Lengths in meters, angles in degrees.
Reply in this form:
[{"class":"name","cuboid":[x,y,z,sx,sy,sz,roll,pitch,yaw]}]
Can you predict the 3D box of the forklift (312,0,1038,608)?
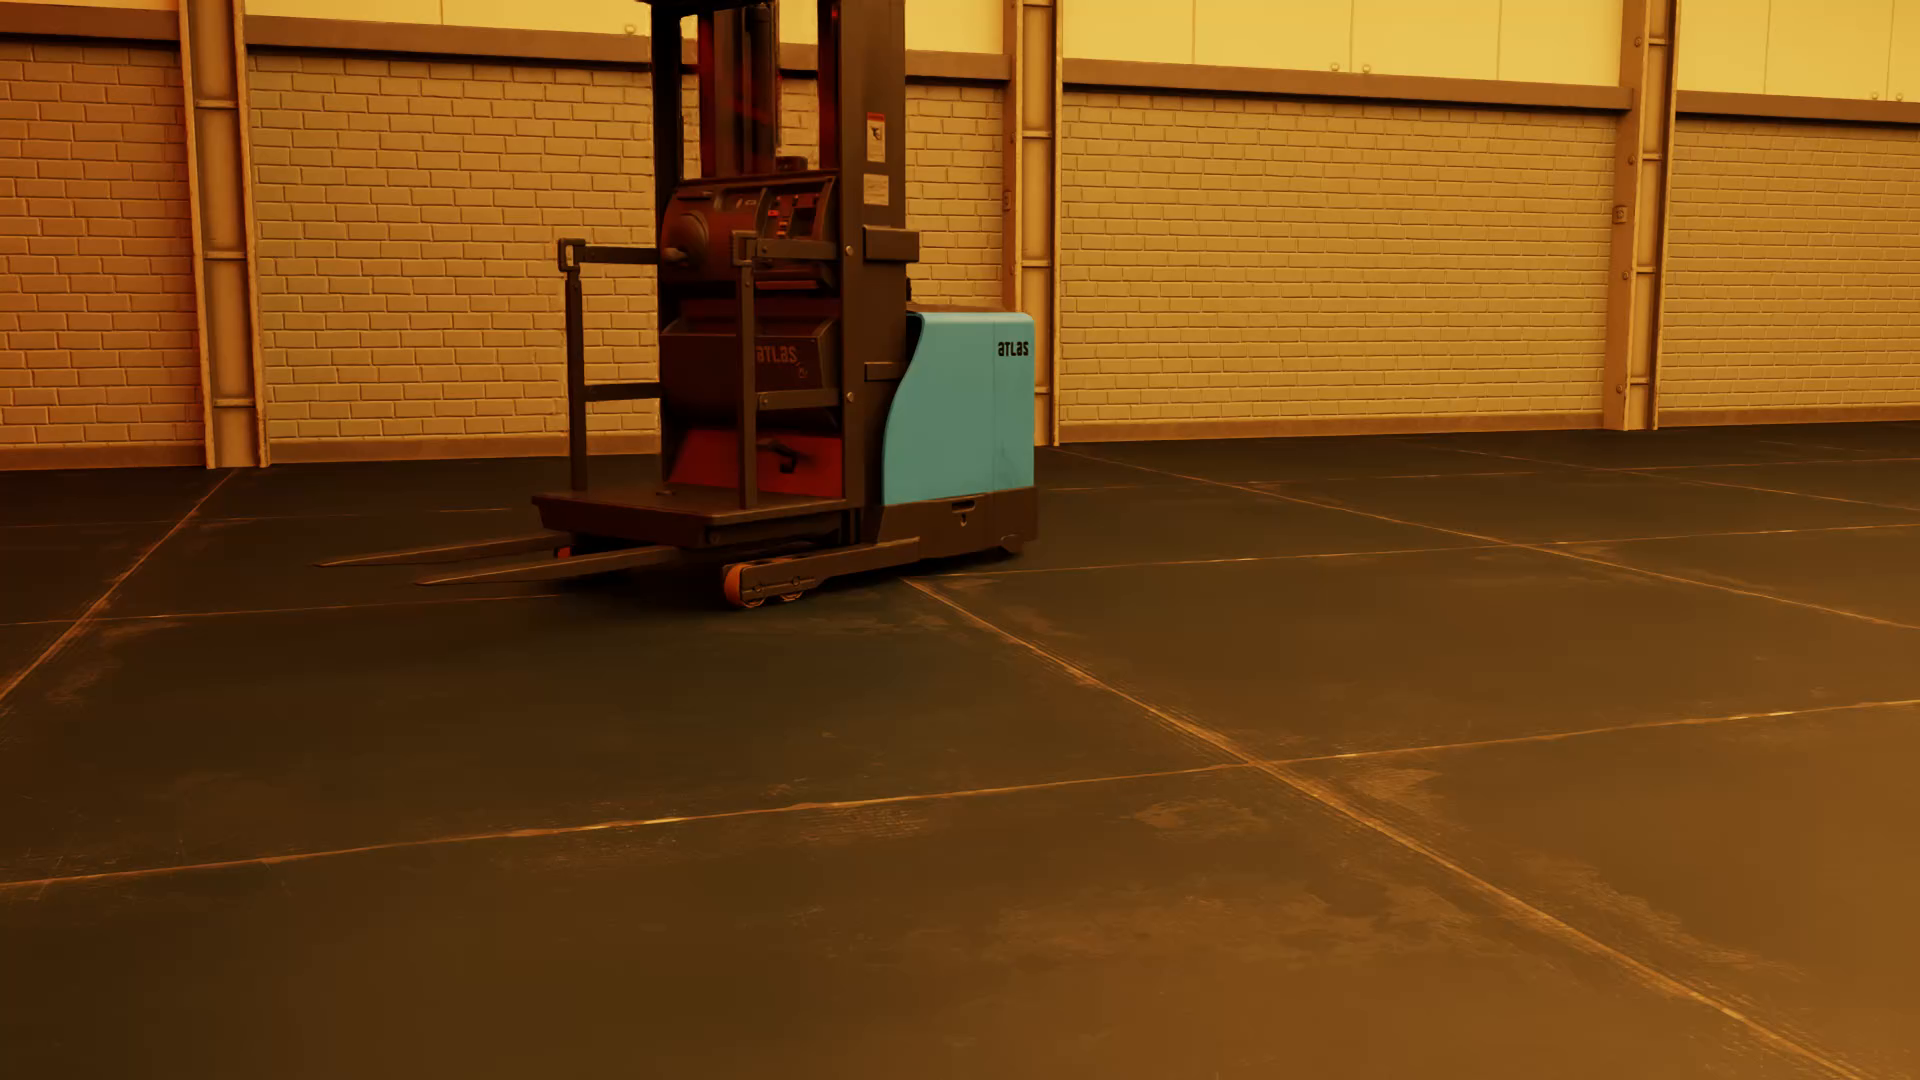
[{"class":"forklift","cuboid":[-0.984,-1.277,6.439,1.130,2.935,3.031,6,10,39]}]
